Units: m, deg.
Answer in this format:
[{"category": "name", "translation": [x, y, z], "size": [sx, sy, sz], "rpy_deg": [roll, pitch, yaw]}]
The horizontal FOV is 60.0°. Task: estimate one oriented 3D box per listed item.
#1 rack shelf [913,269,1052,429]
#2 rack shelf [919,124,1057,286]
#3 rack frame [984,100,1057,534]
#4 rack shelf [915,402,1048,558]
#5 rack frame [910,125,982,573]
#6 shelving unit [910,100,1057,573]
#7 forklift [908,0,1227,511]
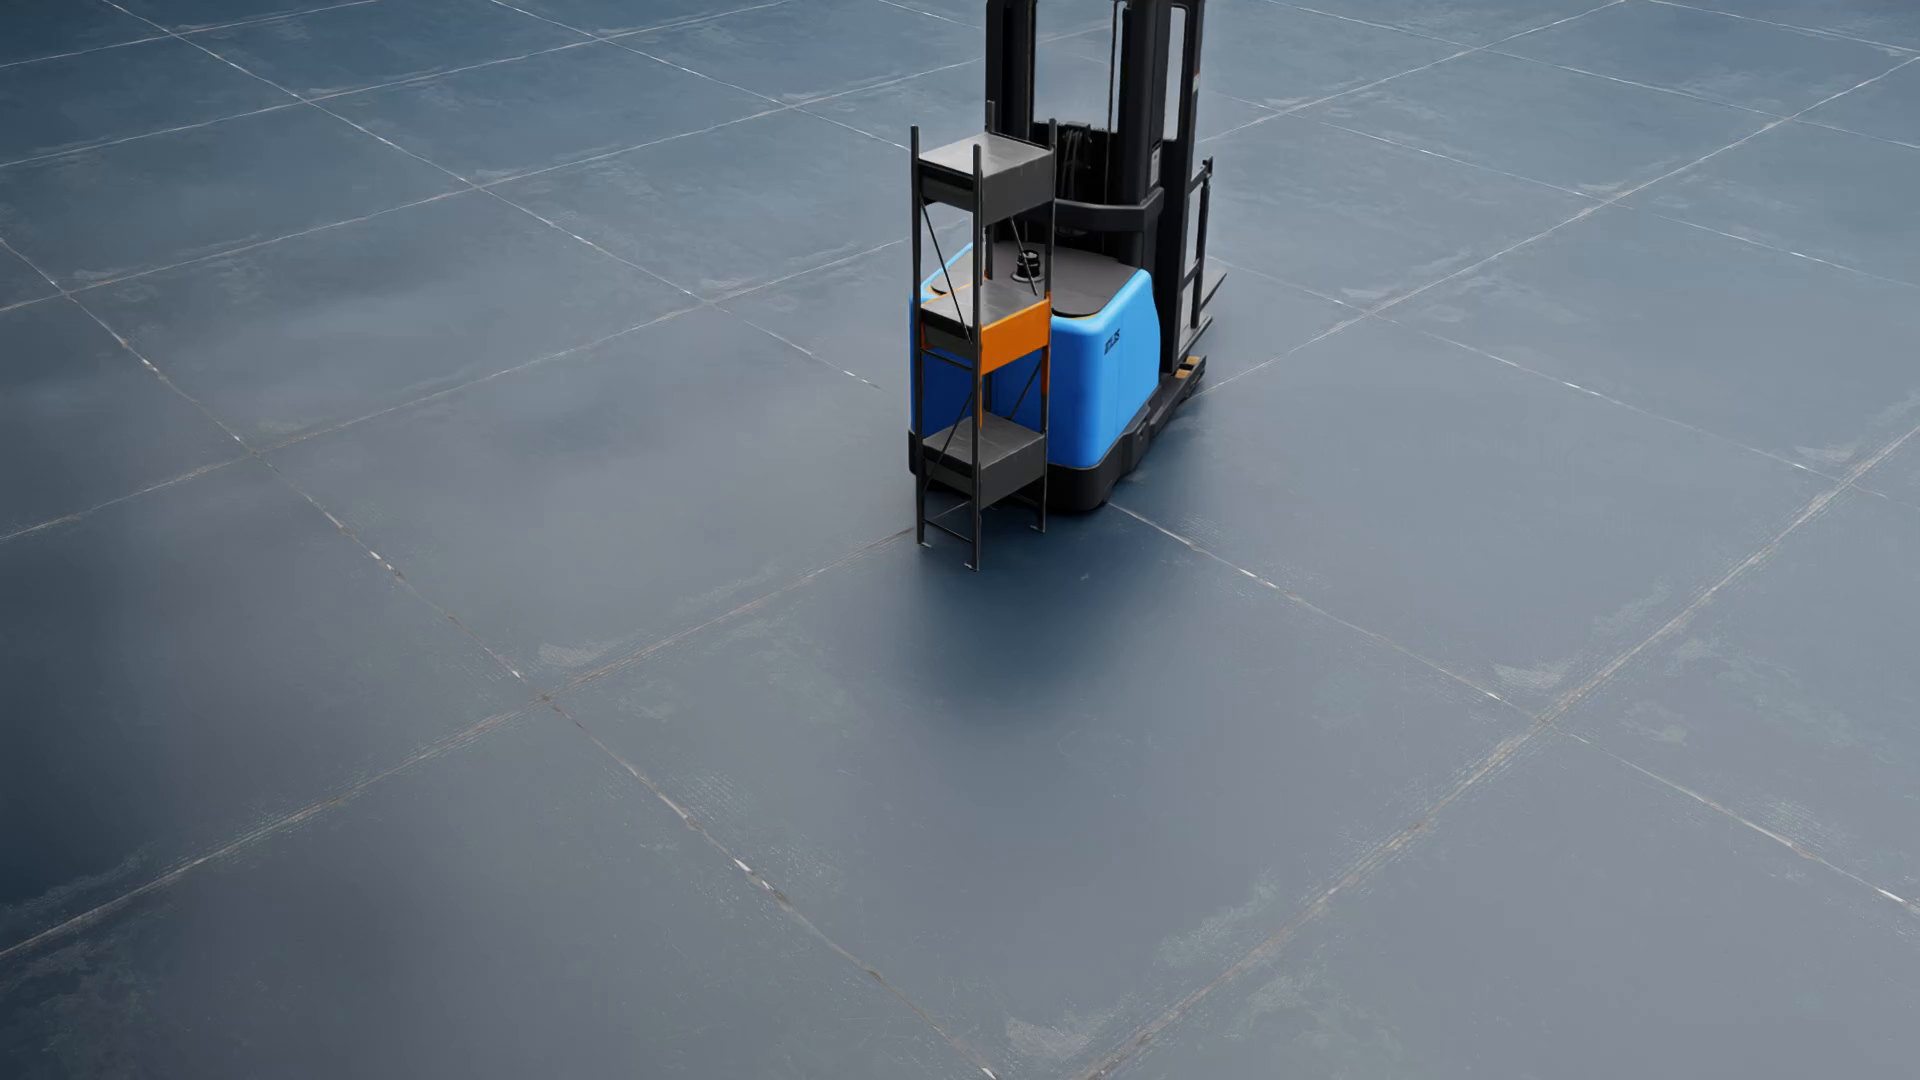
[{"category": "rack shelf", "translation": [0.105, -0.894, 7.725], "size": [0.431, 0.518, 0.480], "rpy_deg": [26, 40, 35]}, {"category": "rack shelf", "translation": [0.105, -1.491, 7.360], "size": [0.431, 0.518, 0.480], "rpy_deg": [26, 40, 35]}, {"category": "rack frame", "translation": [0.271, -0.999, 7.870], "size": [0.400, 2.100, 0.015], "rpy_deg": [26, 40, 35]}, {"category": "rack shelf", "translation": [0.105, -0.296, 8.090], "size": [0.431, 0.518, 0.480], "rpy_deg": [26, 40, 35]}, {"category": "rack frame", "translation": [-0.061, -0.812, 7.565], "size": [0.400, 2.100, 0.015], "rpy_deg": [26, 40, 35]}, {"category": "shelving unit", "translation": [0.105, -0.905, 7.718], "size": [0.431, 2.100, 0.503], "rpy_deg": [26, 40, 35]}, {"category": "forklift", "translation": [0.791, -2.150, 8.956], "size": [1.130, 2.935, 3.031], "rpy_deg": [13, 34, 20]}]
